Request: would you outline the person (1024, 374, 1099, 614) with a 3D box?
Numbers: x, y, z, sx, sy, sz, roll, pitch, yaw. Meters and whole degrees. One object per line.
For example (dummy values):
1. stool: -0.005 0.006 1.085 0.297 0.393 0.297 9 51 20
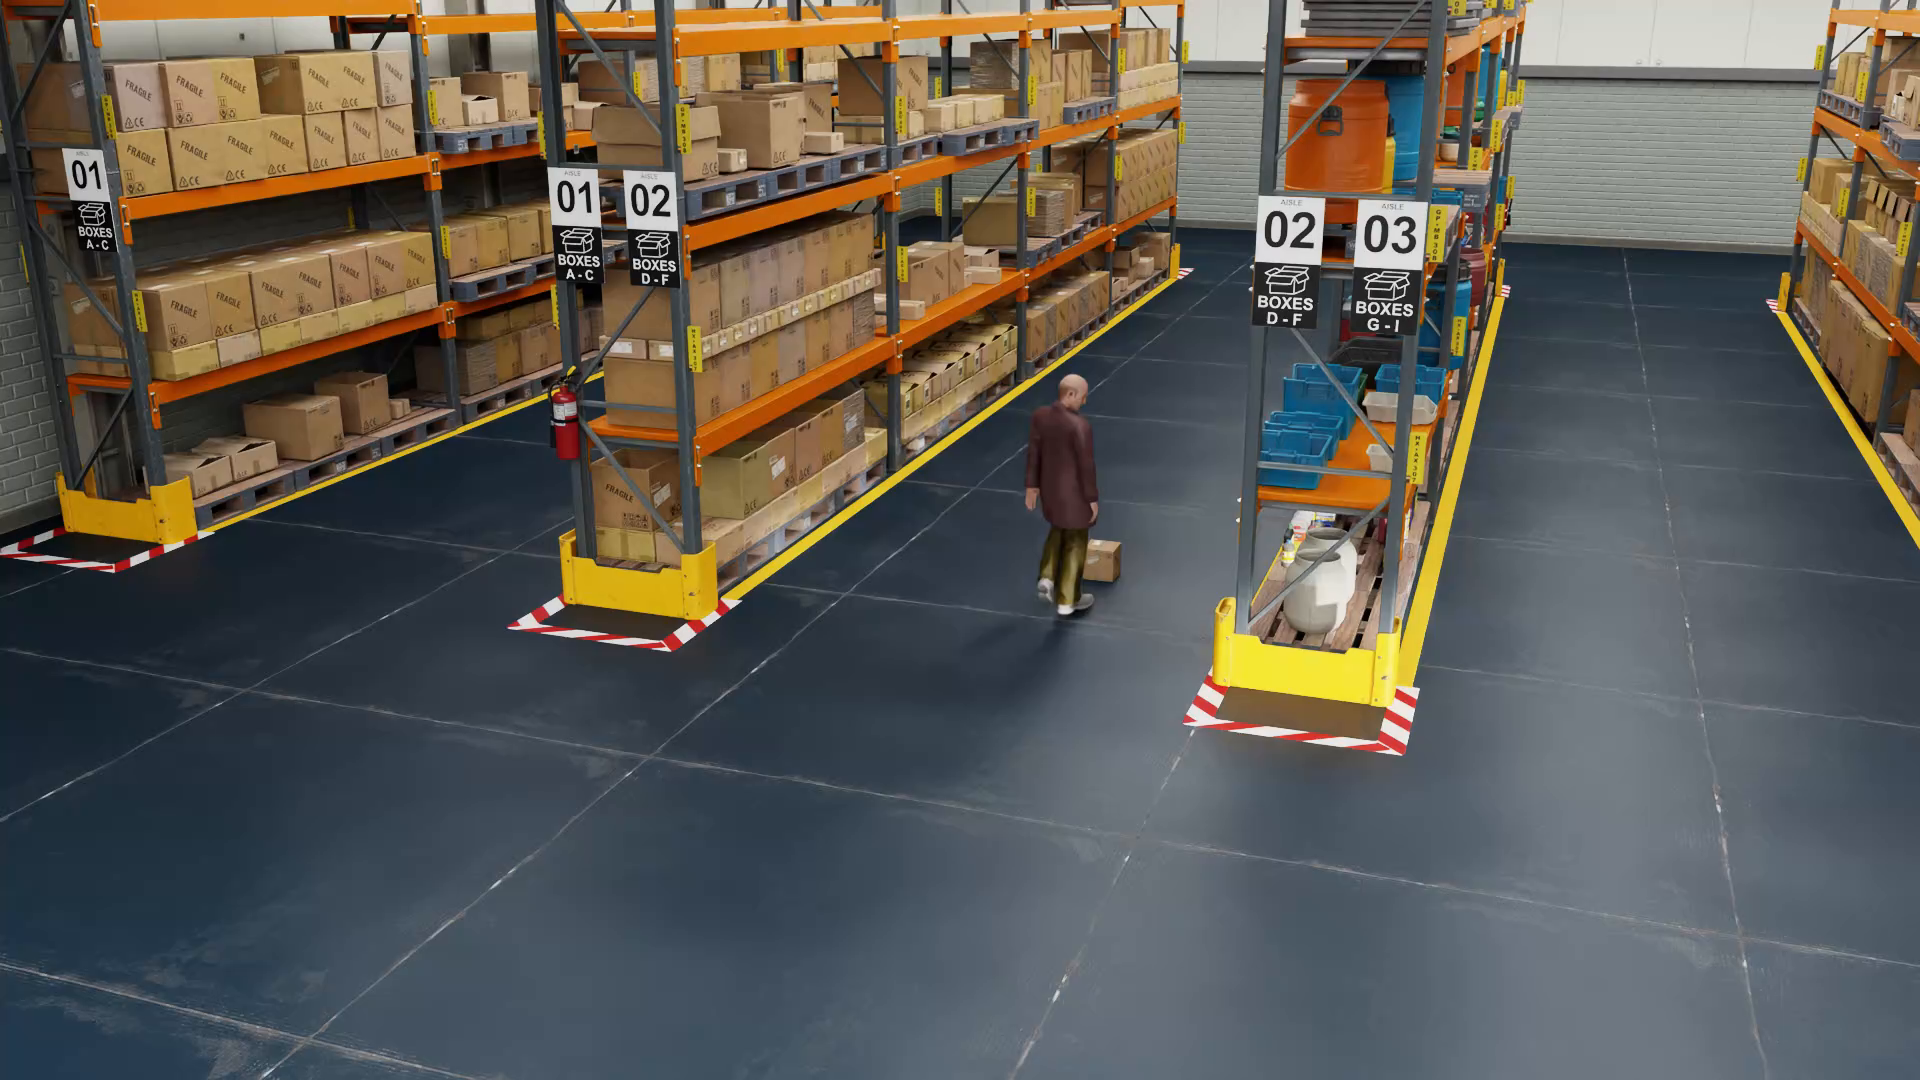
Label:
1. person: 0.790 -0.329 12.037 0.456 1.794 0.617 -17 25 -42
